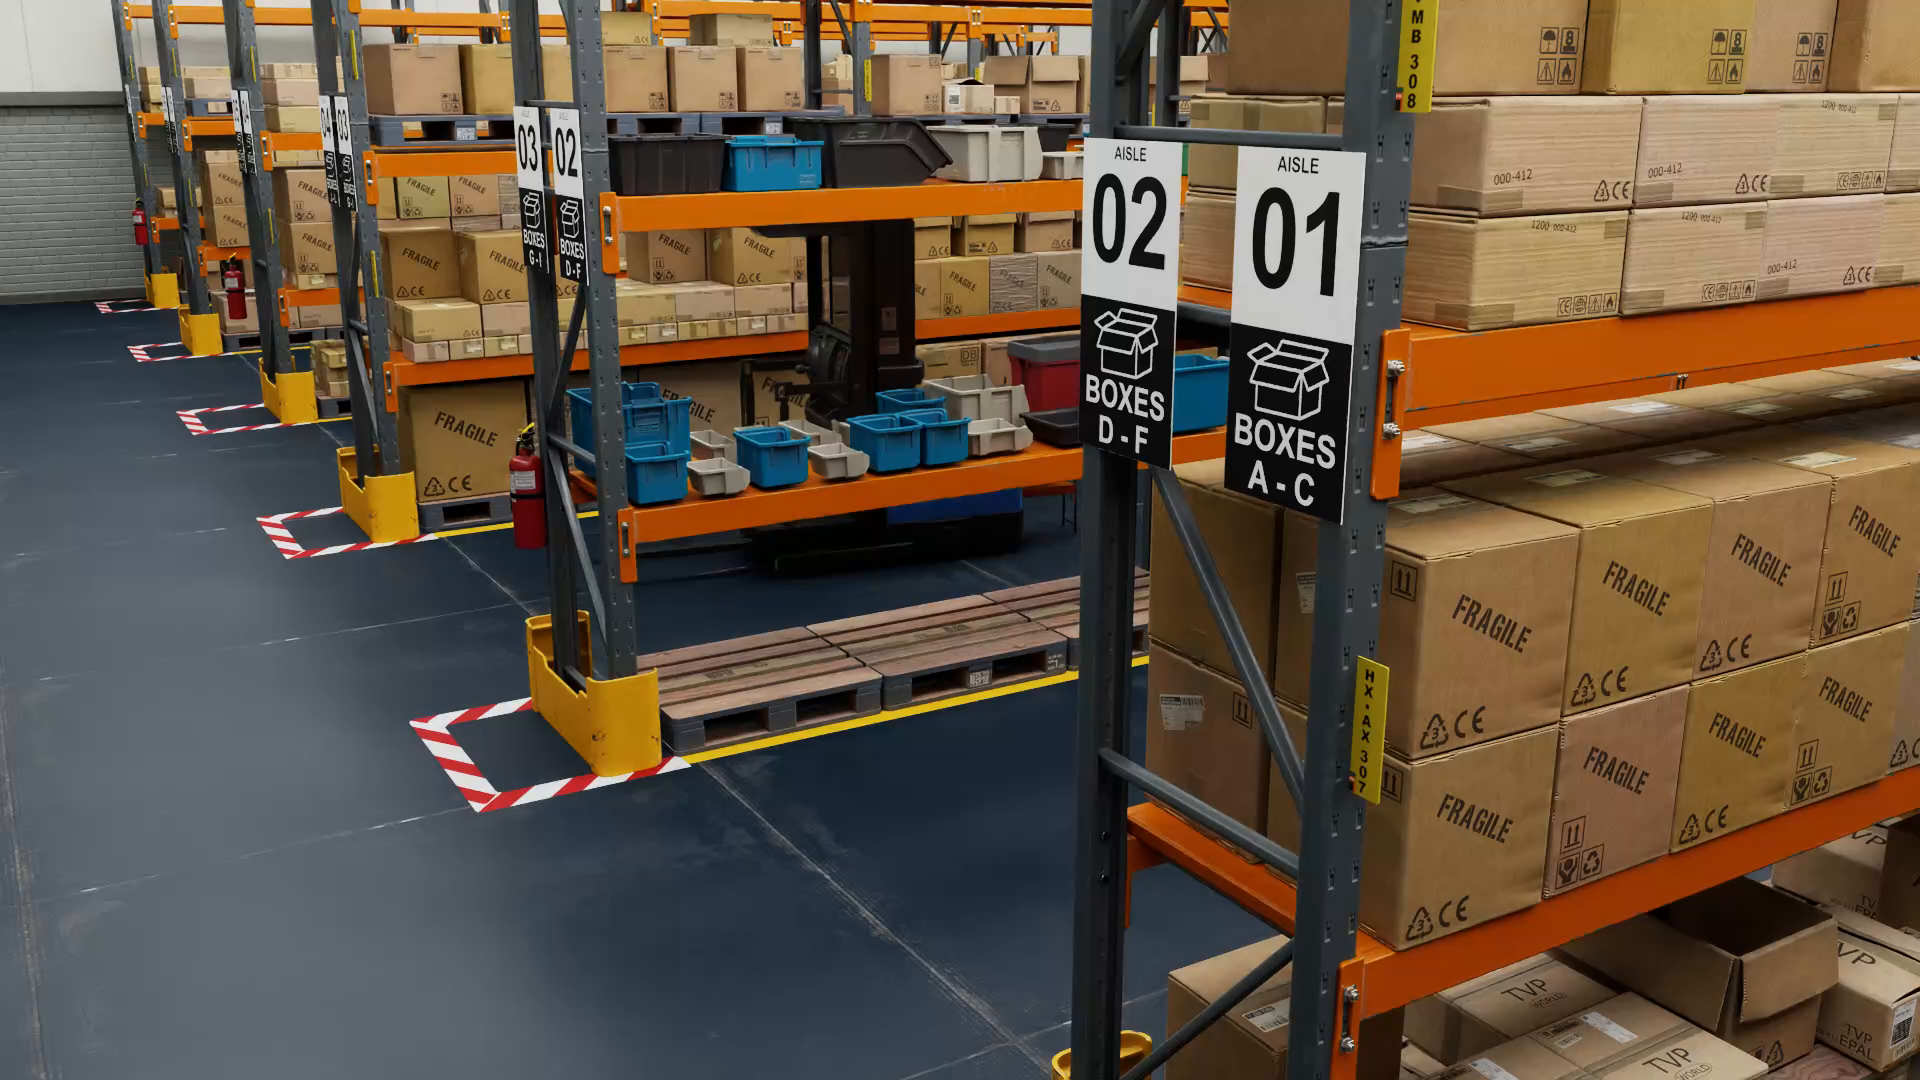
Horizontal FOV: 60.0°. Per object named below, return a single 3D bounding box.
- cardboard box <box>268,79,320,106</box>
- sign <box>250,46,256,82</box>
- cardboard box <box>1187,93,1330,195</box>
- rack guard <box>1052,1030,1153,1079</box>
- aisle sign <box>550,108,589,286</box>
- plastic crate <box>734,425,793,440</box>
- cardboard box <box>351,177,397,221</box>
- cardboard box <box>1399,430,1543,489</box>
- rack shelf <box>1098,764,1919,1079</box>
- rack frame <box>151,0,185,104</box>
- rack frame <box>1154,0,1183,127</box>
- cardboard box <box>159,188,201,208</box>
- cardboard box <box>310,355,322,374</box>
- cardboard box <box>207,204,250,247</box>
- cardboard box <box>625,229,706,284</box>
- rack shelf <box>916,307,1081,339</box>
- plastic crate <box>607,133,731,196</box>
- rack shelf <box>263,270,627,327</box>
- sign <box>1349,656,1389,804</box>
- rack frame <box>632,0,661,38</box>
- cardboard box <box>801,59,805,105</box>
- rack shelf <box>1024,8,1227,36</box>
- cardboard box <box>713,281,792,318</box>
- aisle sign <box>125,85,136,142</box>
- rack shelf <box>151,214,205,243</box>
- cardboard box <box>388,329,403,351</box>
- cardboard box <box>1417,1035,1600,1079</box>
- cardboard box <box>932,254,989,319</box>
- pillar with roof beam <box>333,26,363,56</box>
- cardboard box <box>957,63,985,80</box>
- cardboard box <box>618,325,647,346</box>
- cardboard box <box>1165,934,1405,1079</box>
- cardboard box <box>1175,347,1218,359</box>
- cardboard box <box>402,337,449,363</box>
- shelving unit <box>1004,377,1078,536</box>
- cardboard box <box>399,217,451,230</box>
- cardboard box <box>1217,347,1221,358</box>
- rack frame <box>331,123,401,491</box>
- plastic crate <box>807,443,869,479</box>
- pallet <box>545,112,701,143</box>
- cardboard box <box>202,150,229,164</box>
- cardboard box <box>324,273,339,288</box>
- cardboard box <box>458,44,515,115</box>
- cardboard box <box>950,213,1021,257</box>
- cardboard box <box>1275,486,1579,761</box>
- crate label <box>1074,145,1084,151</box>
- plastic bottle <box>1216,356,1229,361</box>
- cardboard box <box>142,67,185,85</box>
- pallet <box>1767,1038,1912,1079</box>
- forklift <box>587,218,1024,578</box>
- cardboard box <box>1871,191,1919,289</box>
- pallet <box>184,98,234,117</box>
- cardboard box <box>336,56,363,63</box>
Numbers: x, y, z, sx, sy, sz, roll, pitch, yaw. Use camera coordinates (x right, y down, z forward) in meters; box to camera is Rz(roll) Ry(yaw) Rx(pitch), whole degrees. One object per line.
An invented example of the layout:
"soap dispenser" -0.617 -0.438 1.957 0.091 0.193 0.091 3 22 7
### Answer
"cardboard box" -6.414 -4.352 16.172 0.500 0.250 0.500 -9 18 -29
"sign" -6.653 -4.476 15.645 0.005 0.325 0.100 -9 18 -30
"cardboard box" 0.943 -1.026 4.306 0.500 0.250 0.500 -9 18 -30
"rack guard" 0.699 1.910 4.668 0.348 0.500 1.175 -9 18 -30
"aisle sign" -1.822 -1.602 7.752 0.004 0.787 0.394 -9 18 -30
"plastic crate" -1.052 -0.523 9.097 0.243 0.136 0.396 -9 18 -30
"cardboard box" -5.981 -3.482 16.686 0.500 0.500 0.500 -9 18 -28
"cardboard box" 1.307 -0.008 4.844 0.500 0.500 0.500 -9 18 -28
"rack shelf" 2.349 0.786 5.382 4.000 0.370 1.077 -9 18 -30
"rack frame" -9.568 -6.757 19.841 0.127 3.000 1.000 -9 18 -30
"rack frame" 1.515 -3.874 9.557 0.127 3.000 1.000 -9 18 -30
"cardboard box" -11.600 -5.088 24.729 0.500 0.250 0.500 -9 18 -29
"cardboard box" -6.627 -1.849 17.401 0.250 0.149 0.380 -10 18 -31
"cardboard box" -9.009 -3.916 20.639 0.500 0.500 0.500 -9 18 -30
"cardboard box" -2.448 -2.416 13.808 0.500 0.500 0.500 -10 18 -31
"rack shelf" 0.679 -2.063 15.544 4.000 0.370 1.077 -9 18 -30
"plastic crate" -1.440 -1.800 7.957 0.590 0.269 0.497 -9 18 -30
"rack shelf" -5.218 -2.668 17.704 4.000 0.370 1.077 -9 18 -30
"sign" 0.914 0.426 3.729 0.005 0.325 0.100 -9 18 -30
"rack frame" -5.270 -9.017 27.904 0.127 3.000 1.000 -9 18 -30
"cardboard box" -2.112 -5.173 18.781 0.637 0.503 0.797 -9 18 -30
"rack shelf" 2.433 -8.355 26.881 4.000 0.370 1.077 -9 18 -30
"cardboard box" -1.721 -2.008 13.741 0.500 0.250 0.500 -9 18 -28
"aisle sign" -12.035 -6.190 24.119 0.004 0.787 0.394 -9 18 -30
"rack shelf" -10.413 -4.948 25.835 4.000 0.370 1.077 -9 18 -30
"cardboard box" -4.329 -1.580 12.954 0.250 0.149 0.380 -9 18 -29
"cardboard box" 1.675 1.750 4.889 0.500 0.250 0.500 -9 18 -30
"cardboard box" -0.082 -2.256 14.714 0.500 0.500 0.500 -9 18 -30
"pillar with roof beam" -7.543 -7.576 22.765 0.400 9.000 9.100 -9 18 -30
"cardboard box" 0.287 -7.241 25.700 0.500 0.250 0.500 -9 18 -28
"cardboard box" -2.672 -1.641 13.173 0.250 0.149 0.380 -10 18 -31
"cardboard box" 0.973 1.577 5.044 0.500 0.500 0.500 -9 18 -30
"cardboard box" 1.791 -1.775 16.344 0.875 0.875 1.225 -10 19 -32
"cardboard box" -3.990 -1.427 12.409 0.250 0.149 0.380 -9 18 -29
"shelving unit" 0.600 -0.616 12.385 0.503 1.200 0.258 -6 17 -20
"cardboard box" -5.533 -3.072 17.075 0.500 0.500 0.500 -9 18 -29
"cardboard box" 2.957 -1.793 17.066 0.500 0.500 0.700 -10 19 -33
"rack frame" -4.464 -1.575 12.472 0.127 3.000 1.000 -9 18 -30
"plastic crate" -0.633 -0.409 8.689 0.298 0.136 0.250 -9 18 -30
"pallet" -2.787 -3.253 13.064 1.213 0.211 1.003 -9 18 -30
"cardboard box" -9.121 -4.695 20.363 0.250 0.149 0.380 -9 18 -29
"cardboard box" -6.289 -2.630 16.700 0.250 0.149 0.380 -8 18 -28
"cardboard box" -3.502 -3.453 12.465 0.500 0.500 0.700 -10 19 -32
"cardboard box" 0.102 -2.846 14.961 0.637 0.503 0.797 -9 18 -29
"cardboard box" 1.150 0.187 4.147 0.500 0.500 0.500 -9 18 -28
"crate label" 0.947 -2.301 9.994 0.466 0.136 0.293 -9 18 -30
"plastic bottle" 1.686 -1.055 10.846 0.135 0.276 0.152 -9 18 -30
"cardboard box" -11.618 -6.776 24.267 0.500 0.250 0.500 -9 18 -30
"pallet" 2.427 1.770 5.705 1.213 0.211 1.003 -9 18 -30
"forklift" -1.110 -1.312 11.660 3.031 2.935 1.130 -6 17 -20
"cardboard box" 2.494 -0.875 4.693 0.500 0.250 0.500 -9 18 -30
"pallet" -8.938 -5.375 20.635 1.213 0.211 1.003 -9 18 -30
"cardboard box" -7.763 -5.856 21.038 0.500 0.500 0.500 -9 18 -29
